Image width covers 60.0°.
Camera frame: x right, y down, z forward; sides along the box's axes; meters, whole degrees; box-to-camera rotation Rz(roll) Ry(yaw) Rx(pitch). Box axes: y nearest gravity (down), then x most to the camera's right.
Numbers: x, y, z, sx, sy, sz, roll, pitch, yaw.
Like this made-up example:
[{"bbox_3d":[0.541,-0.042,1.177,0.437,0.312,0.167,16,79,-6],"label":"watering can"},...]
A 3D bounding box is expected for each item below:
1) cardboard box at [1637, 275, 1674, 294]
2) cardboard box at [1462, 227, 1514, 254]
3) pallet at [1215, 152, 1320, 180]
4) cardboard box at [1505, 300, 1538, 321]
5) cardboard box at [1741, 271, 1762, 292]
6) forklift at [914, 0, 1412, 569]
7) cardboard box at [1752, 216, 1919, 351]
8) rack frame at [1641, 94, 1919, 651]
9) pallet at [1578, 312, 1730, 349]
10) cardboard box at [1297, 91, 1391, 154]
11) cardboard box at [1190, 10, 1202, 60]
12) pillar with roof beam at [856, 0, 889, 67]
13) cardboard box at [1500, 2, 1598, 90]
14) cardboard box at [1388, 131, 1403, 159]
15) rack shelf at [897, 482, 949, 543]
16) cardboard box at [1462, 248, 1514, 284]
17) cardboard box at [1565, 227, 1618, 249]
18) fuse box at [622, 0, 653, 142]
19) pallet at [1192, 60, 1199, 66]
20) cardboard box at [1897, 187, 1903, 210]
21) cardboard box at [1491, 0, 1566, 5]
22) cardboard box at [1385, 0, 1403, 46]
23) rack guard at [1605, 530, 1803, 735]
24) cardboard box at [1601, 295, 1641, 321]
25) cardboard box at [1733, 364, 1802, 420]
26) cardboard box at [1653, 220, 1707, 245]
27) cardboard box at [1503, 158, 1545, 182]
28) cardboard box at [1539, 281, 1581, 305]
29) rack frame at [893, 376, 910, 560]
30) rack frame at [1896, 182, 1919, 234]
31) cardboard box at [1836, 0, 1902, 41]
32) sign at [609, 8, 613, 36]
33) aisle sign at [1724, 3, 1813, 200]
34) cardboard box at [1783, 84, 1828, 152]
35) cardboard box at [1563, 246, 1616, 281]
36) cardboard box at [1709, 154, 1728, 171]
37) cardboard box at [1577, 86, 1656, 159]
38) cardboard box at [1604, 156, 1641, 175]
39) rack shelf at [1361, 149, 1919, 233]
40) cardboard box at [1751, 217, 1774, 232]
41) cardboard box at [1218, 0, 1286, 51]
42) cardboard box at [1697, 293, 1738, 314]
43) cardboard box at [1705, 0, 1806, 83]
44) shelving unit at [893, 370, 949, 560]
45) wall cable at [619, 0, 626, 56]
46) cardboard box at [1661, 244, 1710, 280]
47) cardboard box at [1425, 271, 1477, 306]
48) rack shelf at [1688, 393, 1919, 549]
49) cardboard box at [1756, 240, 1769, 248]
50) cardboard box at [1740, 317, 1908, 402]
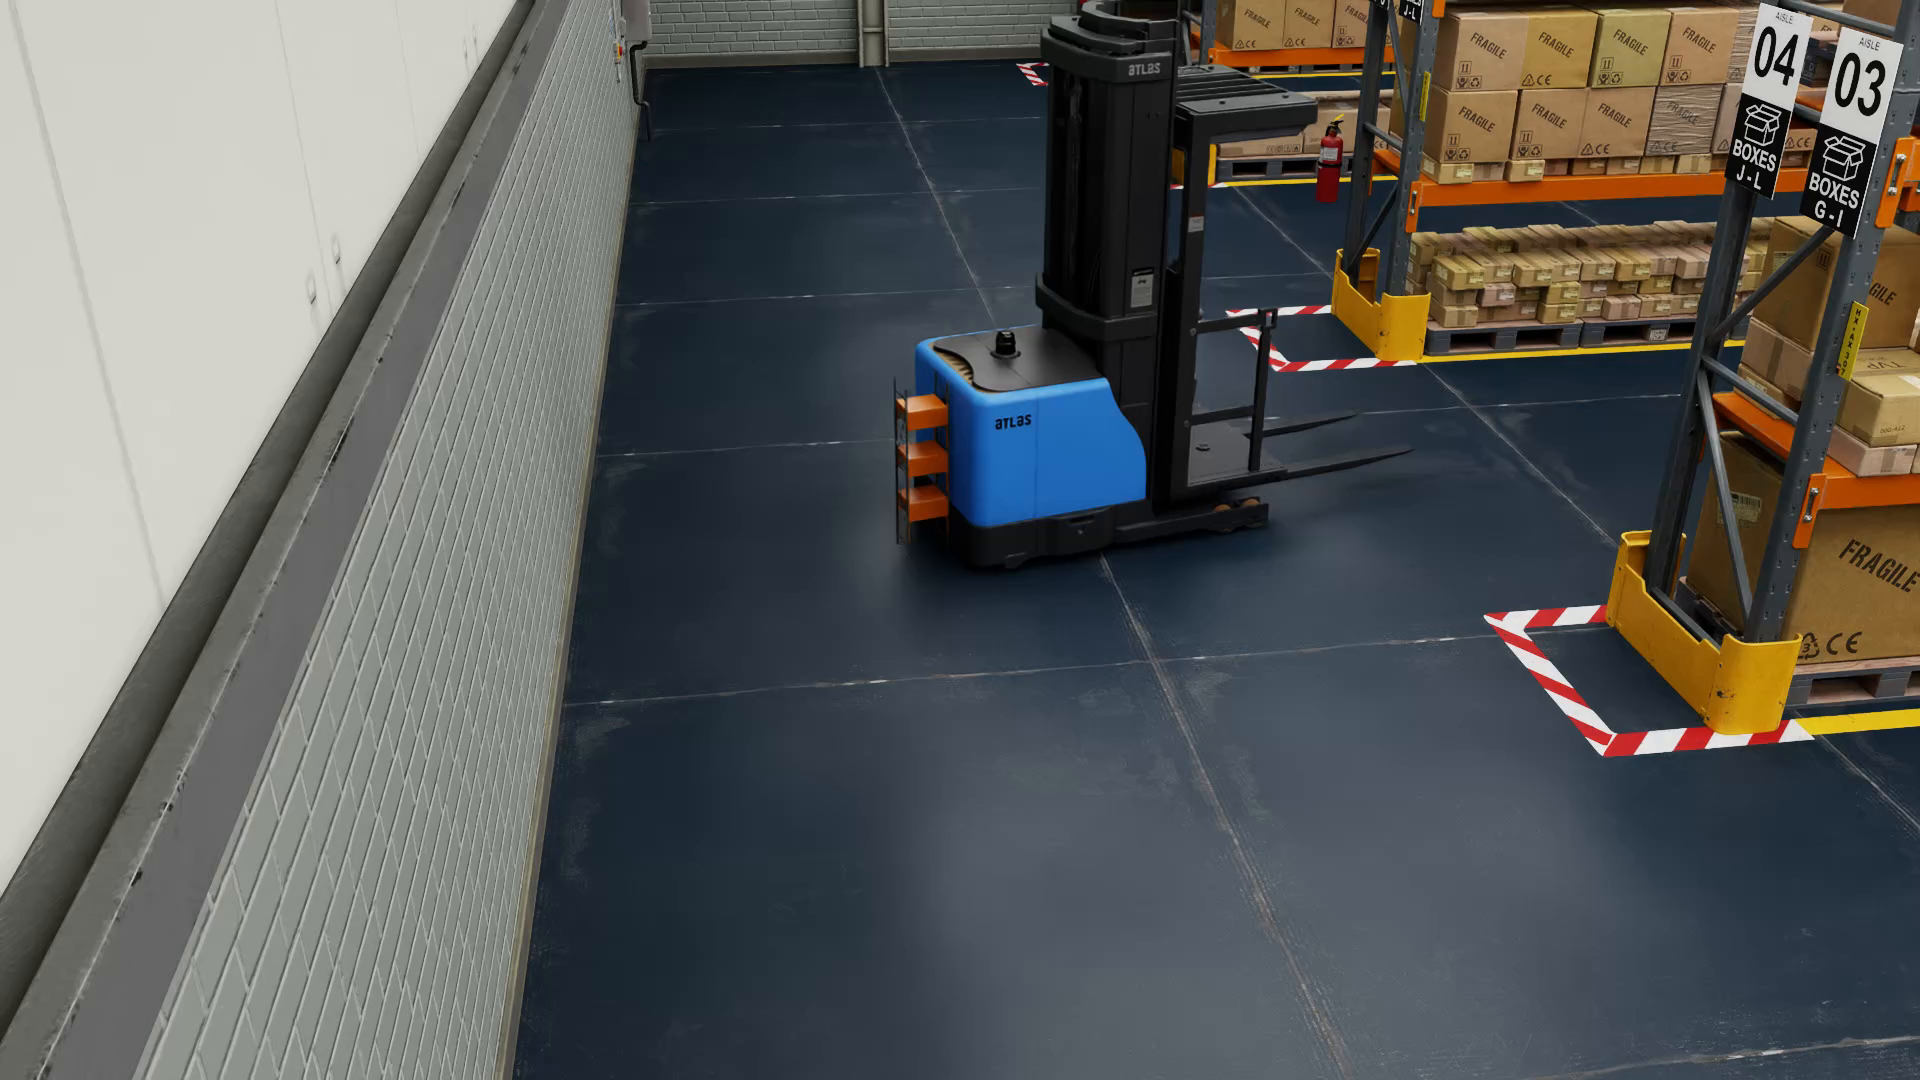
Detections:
[{"bbox_3d":[5.246,-2.015,12.729,0.250,0.149,0.380,-2,27,-5],"label":"cardboard box"},{"bbox_3d":[4.116,-2.319,12.996,0.250,0.149,0.380,-4,27,-8],"label":"cardboard box"},{"bbox_3d":[3.123,-4.001,17.316,1.213,0.211,1.003,-4,27,-7],"label":"pallet"},{"bbox_3d":[4.188,-1.804,12.642,0.250,0.149,0.380,-3,27,-7],"label":"cardboard box"},{"bbox_3d":[6.034,-2.046,12.789,0.250,0.149,0.380,-3,27,-7],"label":"cardboard box"},{"bbox_3d":[1.293,-1.556,9.572,3.031,2.935,1.130,-10,29,-19],"label":"forklift"},{"bbox_3d":[4.169,-1.224,7.868,0.500,0.500,0.500,-3,27,-6],"label":"cardboard box"},{"bbox_3d":[3.723,-0.675,7.781,0.127,3.000,1.000,-4,27,-7],"label":"rack frame"},{"bbox_3d":[5.222,-1.800,13.027,1.213,0.211,1.003,-4,27,-7],"label":"pallet"},{"bbox_3d":[3.887,-4.351,17.291,0.875,0.438,0.875,-3,27,-6],"label":"cardboard box"},{"bbox_3d":[3.118,-6.507,21.423,0.500,0.500,0.700,-3,27,-5],"label":"cardboard box"},{"bbox_3d":[-0.549,-8.358,16.182,0.400,9.000,9.100,-4,27,-7],"label":"pillar with roof beam"},{"bbox_3d":[4.112,-3.489,11.734,0.500,0.500,0.500,-3,27,-6],"label":"cardboard box"},{"bbox_3d":[3.415,-2.961,12.510,0.250,0.149,0.380,-4,27,-7],"label":"cardboard box"},{"bbox_3d":[-0.215,-0.162,9.547,0.240,0.259,0.215,-10,29,-19],"label":"rack shelf"},{"bbox_3d":[3.954,-2.059,12.488,0.250,0.149,0.380,-3,27,-6],"label":"cardboard box"},{"bbox_3d":[4.916,-2.316,12.989,0.250,0.149,0.380,-5,28,-9],"label":"cardboard box"},{"bbox_3d":[-3.387,-5.172,17.955,0.414,1.711,0.539,-4,27,-7],"label":"fuse box"},{"bbox_3d":[2.511,-6.214,21.630,1.213,0.211,1.003,-4,27,-7],"label":"pallet"},{"bbox_3d":[7.795,-2.748,13.277,0.500,0.250,0.500,-4,27,-8],"label":"cardboard box"},{"bbox_3d":[4.052,-3.719,12.183,0.500,0.500,0.500,-5,28,-9],"label":"cardboard box"},{"bbox_3d":[4.354,-5.209,16.507,0.500,0.500,0.500,-3,27,-5],"label":"cardboard box"},{"bbox_3d":[3.699,0.438,8.348,0.348,0.500,1.175,-4,27,-7],"label":"rack guard"},{"bbox_3d":[4.955,-1.806,12.647,0.250,0.149,0.380,-5,28,-10],"label":"cardboard box"},{"bbox_3d":[4.030,-0.735,8.172,0.250,0.149,0.380,-3,27,-6],"label":"cardboard box"},{"bbox_3d":[5.680,-2.398,13.149,0.250,0.149,0.380,-3,27,-6],"label":"cardboard box"},{"bbox_3d":[4.018,-2.712,12.026,0.250,0.149,0.380,-4,27,-9],"label":"cardboard box"},{"bbox_3d":[4.465,-1.907,12.517,0.250,0.149,0.380,-3,27,-6],"label":"cardboard box"},{"bbox_3d":[-0.329,-0.398,9.375,0.008,1.050,0.200,-10,29,-19],"label":"rack frame"},{"bbox_3d":[7.093,-3.178,12.659,0.127,3.000,1.000,-4,27,-7],"label":"rack frame"},{"bbox_3d":[4.230,-2.343,7.066,0.500,0.500,0.700,-5,28,-10],"label":"cardboard box"},{"bbox_3d":[-3.292,-4.881,15.680,0.001,0.218,0.327,-4,27,-7],"label":"sign"},{"bbox_3d":[3.610,-1.963,7.442,0.004,0.787,0.394,-4,27,-7],"label":"aisle sign"},{"bbox_3d":[6.139,-3.164,12.196,0.500,0.500,0.500,-4,27,-9],"label":"cardboard box"},{"bbox_3d":[4.732,-2.083,12.536,0.250,0.149,0.380,-3,27,-5],"label":"cardboard box"},{"bbox_3d":[5.547,-2.859,12.311,0.250,0.149,0.380,-4,27,-8],"label":"cardboard box"},{"bbox_3d":[4.628,-3.076,12.023,0.500,0.500,0.500,-3,27,-6],"label":"cardboard box"},{"bbox_3d":[4.776,-2.800,12.196,0.250,0.149,0.380,-4,27,-8],"label":"cardboard box"},{"bbox_3d":[5.112,-2.731,12.575,4.000,0.370,1.077,-4,27,-7],"label":"rack shelf"},{"bbox_3d":[6.442,-2.443,13.236,0.250,0.149,0.380,-2,27,-5],"label":"cardboard box"},{"bbox_3d":[2.857,-5.101,16.295,0.500,0.500,0.500,-4,27,-8],"label":"cardboard box"},{"bbox_3d":[5.727,-1.852,12.737,0.250,0.149,0.380,-4,27,-7],"label":"cardboard box"},{"bbox_3d":[5.645,-3.587,11.923,0.500,0.500,0.500,-3,27,-6],"label":"cardboard box"},{"bbox_3d":[-0.215,-0.418,9.415,0.252,1.050,0.215,-10,29,-19],"label":"shelving unit"},{"bbox_3d":[-3.447,-5.879,16.808,0.122,1.984,0.588,-4,27,-7],"label":"wall cable"},{"bbox_3d":[5.495,-2.105,12.578,0.250,0.149,0.380,-5,28,-9],"label":"cardboard box"},{"bbox_3d":[3.686,-1.892,12.489,0.250,0.149,0.380,-3,27,-5],"label":"cardboard box"},{"bbox_3d":[5.703,-0.483,8.193,4.000,0.370,1.077,-4,27,-7],"label":"rack shelf"},{"bbox_3d":[6.284,-2.168,12.701,0.250,0.149,0.380,-4,27,-8],"label":"cardboard box"},{"bbox_3d":[4.166,-0.892,8.041,0.500,0.250,0.500,-4,27,-8],"label":"cardboard box"}]
